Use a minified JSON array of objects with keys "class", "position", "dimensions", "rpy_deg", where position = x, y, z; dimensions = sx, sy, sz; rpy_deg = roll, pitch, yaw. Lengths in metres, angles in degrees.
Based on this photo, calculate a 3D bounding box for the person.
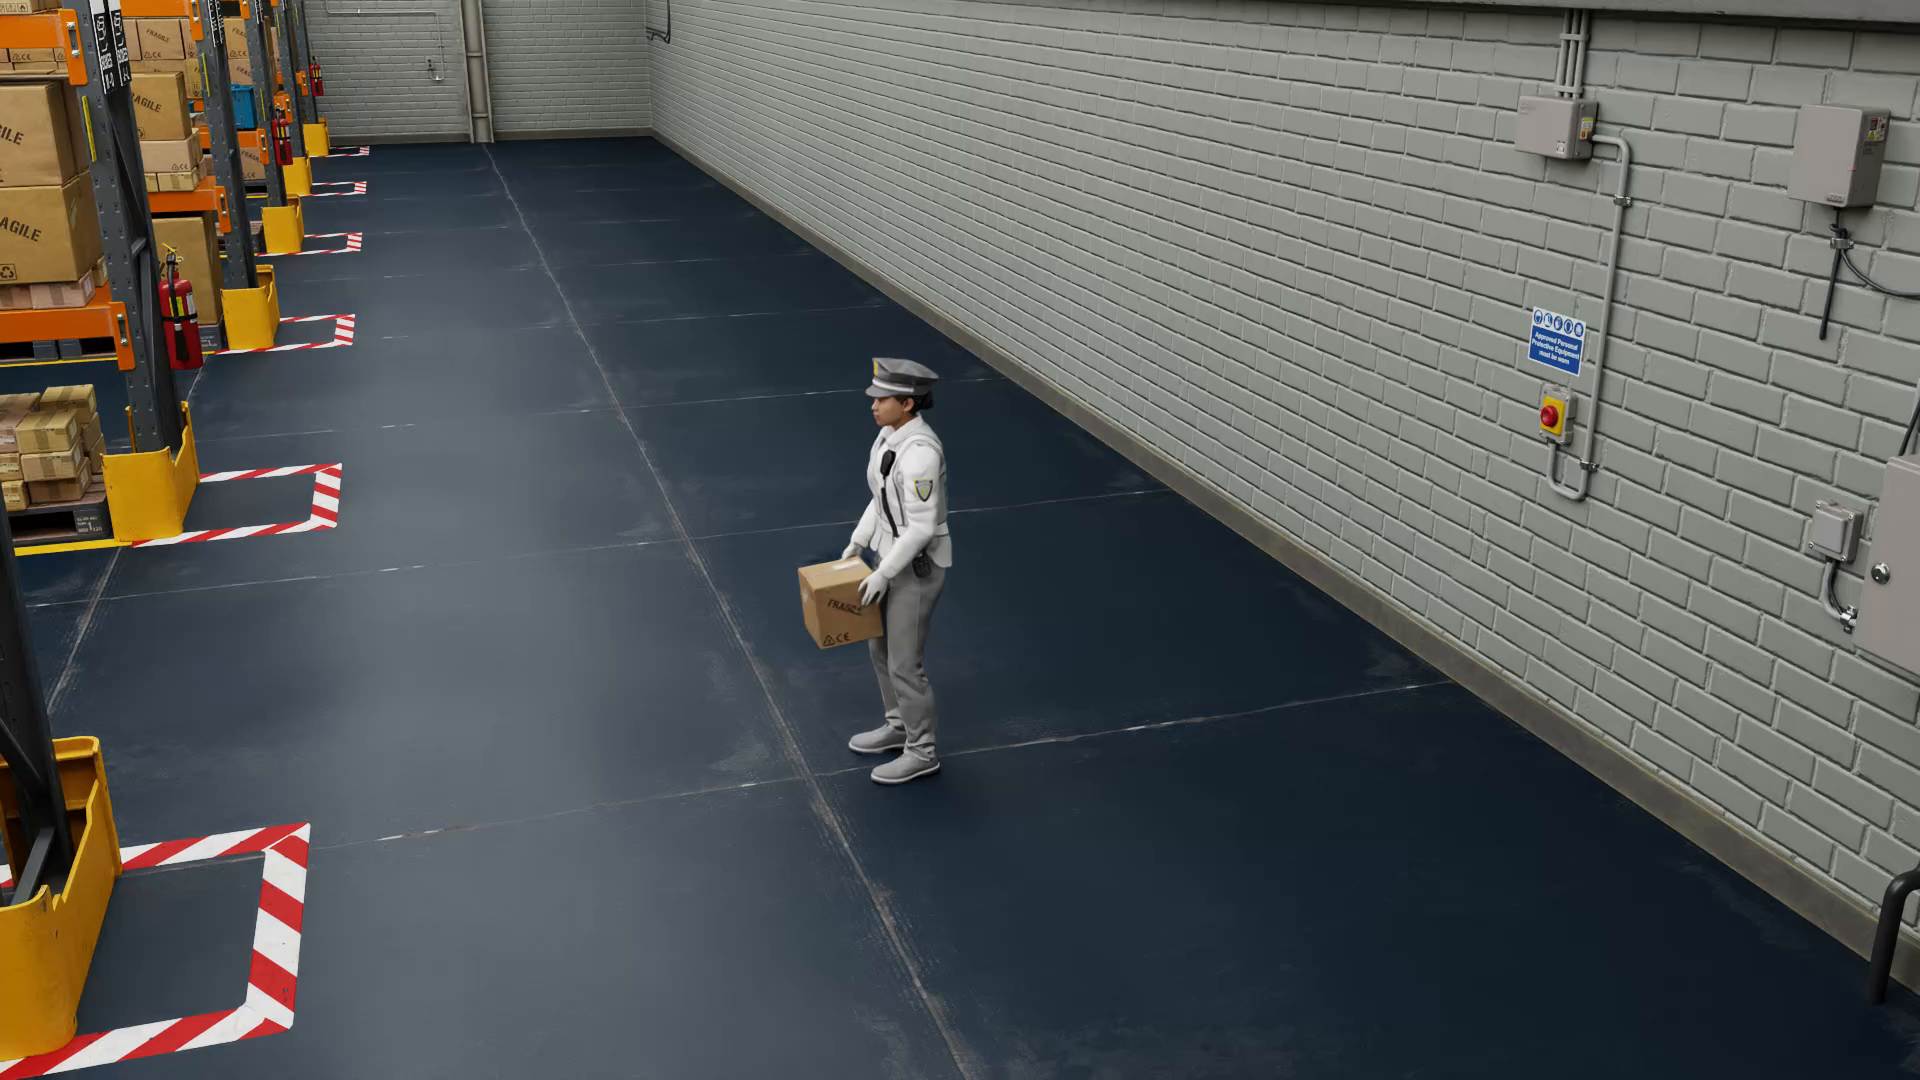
[{"class":"person","position":[-0.243,0.113,6.444],"dimensions":[0.397,1.682,0.501],"rpy_deg":[-7,20,-18]}]
